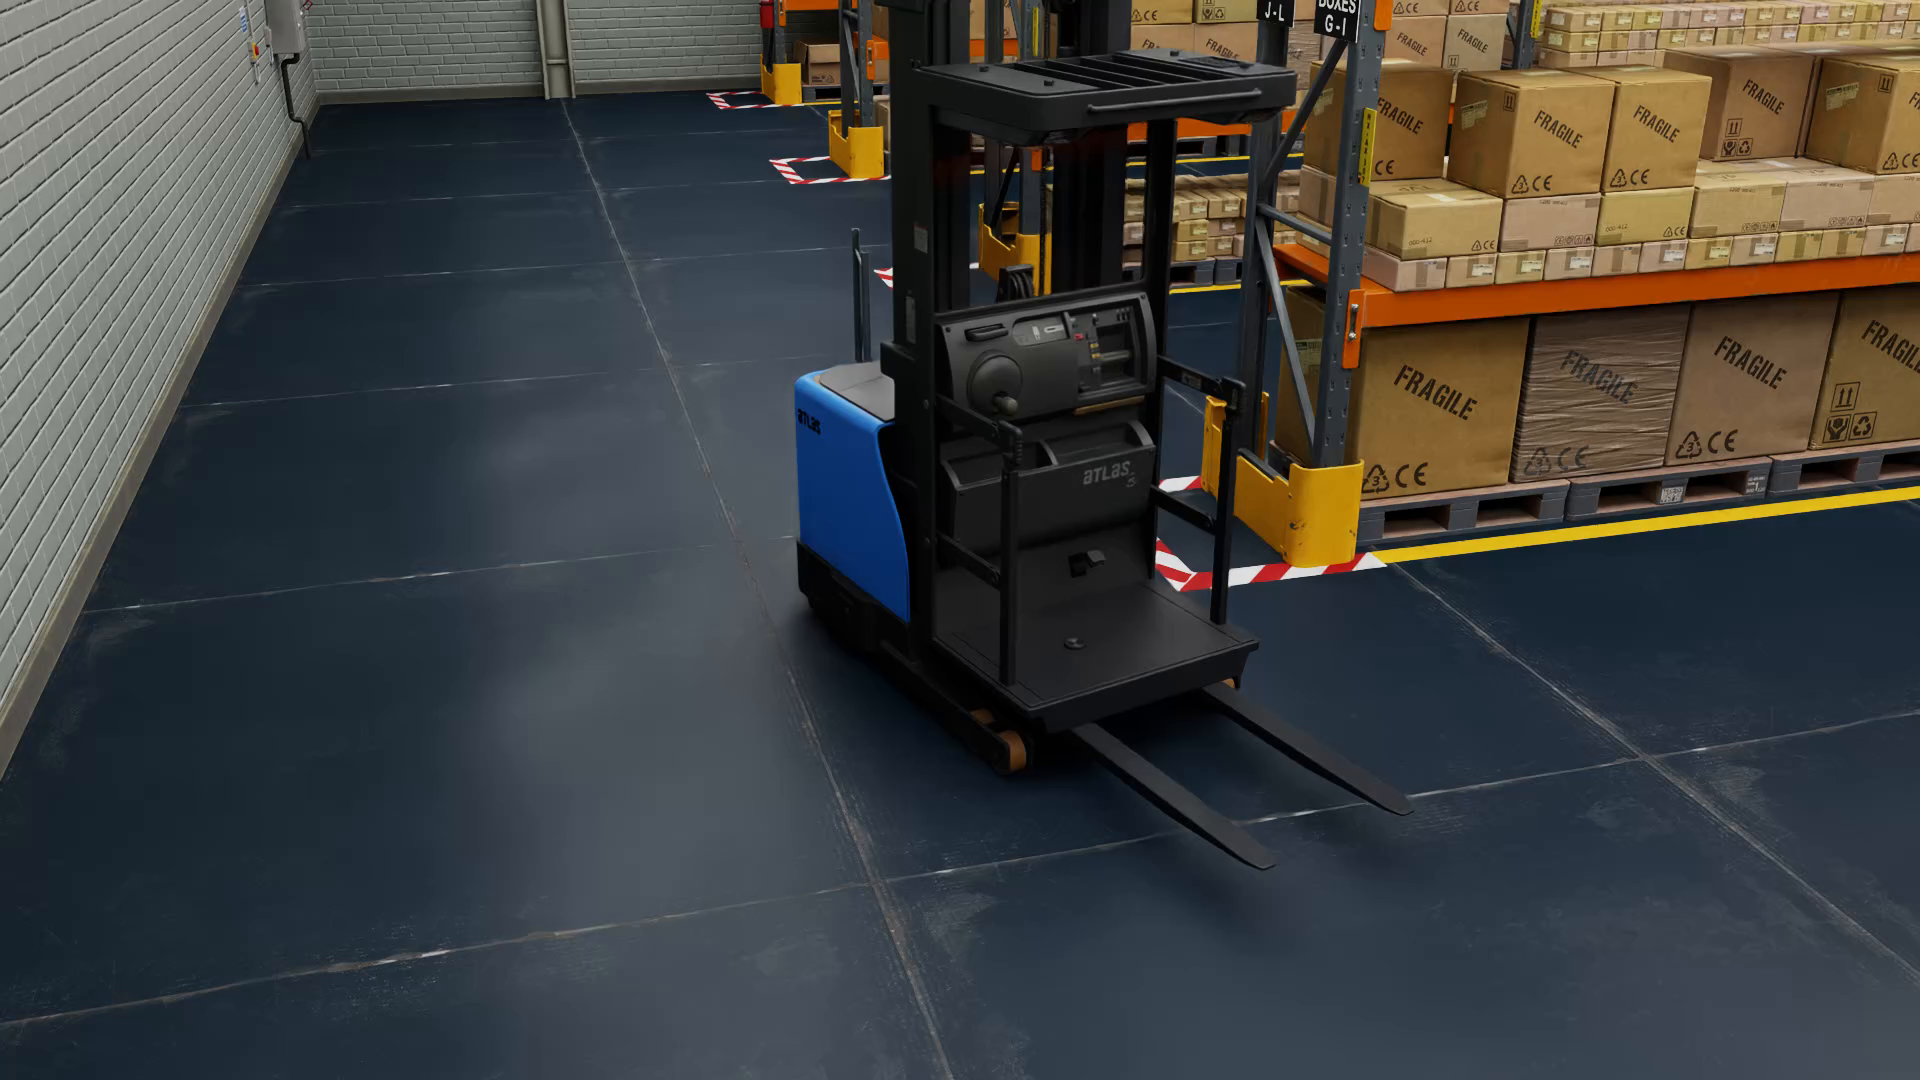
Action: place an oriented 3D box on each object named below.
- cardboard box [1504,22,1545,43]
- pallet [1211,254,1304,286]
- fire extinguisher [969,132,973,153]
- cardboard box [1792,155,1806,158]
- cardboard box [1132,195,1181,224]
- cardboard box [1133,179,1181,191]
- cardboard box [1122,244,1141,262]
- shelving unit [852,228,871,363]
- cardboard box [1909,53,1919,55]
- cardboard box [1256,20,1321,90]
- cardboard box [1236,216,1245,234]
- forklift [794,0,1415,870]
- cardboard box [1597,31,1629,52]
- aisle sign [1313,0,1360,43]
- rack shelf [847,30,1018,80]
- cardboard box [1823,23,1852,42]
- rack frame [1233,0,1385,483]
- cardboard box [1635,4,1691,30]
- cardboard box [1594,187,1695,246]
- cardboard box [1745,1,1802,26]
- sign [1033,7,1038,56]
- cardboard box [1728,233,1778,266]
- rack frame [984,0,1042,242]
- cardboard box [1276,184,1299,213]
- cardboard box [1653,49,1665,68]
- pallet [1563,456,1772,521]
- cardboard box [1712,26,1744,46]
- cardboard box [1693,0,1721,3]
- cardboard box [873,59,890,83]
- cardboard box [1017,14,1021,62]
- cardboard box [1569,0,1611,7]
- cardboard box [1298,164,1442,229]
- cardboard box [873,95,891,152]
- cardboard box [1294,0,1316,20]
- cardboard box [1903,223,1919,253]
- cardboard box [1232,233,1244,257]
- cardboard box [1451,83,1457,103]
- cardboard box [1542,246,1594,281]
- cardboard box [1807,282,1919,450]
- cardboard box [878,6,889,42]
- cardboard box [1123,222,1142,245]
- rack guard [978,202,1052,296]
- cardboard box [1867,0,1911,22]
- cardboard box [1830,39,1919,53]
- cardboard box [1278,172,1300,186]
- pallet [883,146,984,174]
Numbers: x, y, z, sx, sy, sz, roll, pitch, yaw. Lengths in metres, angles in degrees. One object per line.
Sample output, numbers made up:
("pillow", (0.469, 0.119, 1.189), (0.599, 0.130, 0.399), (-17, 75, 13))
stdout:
("cardboard box", (4.561, -4.133, 13.486), (0.250, 0.149, 0.380), (-6, 24, -13))
("pallet", (2.418, -2.303, 13.350), (1.213, 0.211, 1.003), (-6, 24, -14))
("fire extinguisher", (0.013, -3.316, 12.746), (0.183, 0.674, 0.296), (-6, 24, -14))
("cardboard box", (4.471, -1.973, 8.858), (0.500, 0.250, 0.500), (-6, 24, -15))
("cardboard box", (1.487, -2.511, 12.627), (0.250, 0.149, 0.380), (-6, 24, -15))
("cardboard box", (1.560, -2.768, 13.225), (0.250, 0.149, 0.380), (-7, 24, -16))
("cardboard box", (1.201, -2.251, 12.775), (0.250, 0.149, 0.380), (-6, 24, -15))
("shelving unit", (0.041, -0.723, 8.033), (1.048, 1.500, 0.538), (-3, 23, -8))
("cardboard box", (5.104, -2.169, 8.363), (0.500, 0.500, 0.500), (-6, 24, -13))
("cardboard box", (2.360, -3.671, 12.498), (0.500, 0.500, 0.500), (-7, 24, -16))
("cardboard box", (2.201, -2.515, 13.014), (0.250, 0.149, 0.380), (-5, 24, -12))
("forklift", (0.459, -0.679, 6.116), (1.130, 2.935, 3.031), (-13, 27, -28))
("cardboard box", (4.984, -3.911, 12.969), (0.250, 0.149, 0.380), (-7, 24, -15))
("aisle sign", (1.634, -2.554, 7.102), (0.004, 0.787, 0.394), (-6, 24, -14))
("rack shelf", (0.871, -5.126, 17.304), (4.000, 0.370, 1.077), (-6, 24, -14))
("cardboard box", (6.980, -4.131, 13.483), (0.250, 0.149, 0.380), (-6, 24, -14))
("rack frame", (1.623, -1.481, 7.898), (0.127, 3.000, 1.000), (-6, 24, -14))
("cardboard box", (5.490, -4.103, 13.040), (0.250, 0.149, 0.380), (-7, 24, -15))
("cardboard box", (3.141, -1.607, 8.005), (0.500, 0.250, 0.500), (-7, 24, -16))
("cardboard box", (6.489, -4.215, 13.300), (0.250, 0.149, 0.380), (-5, 24, -12))
("sign", (0.527, -3.567, 11.661), (0.005, 0.325, 0.100), (-6, 24, -14))
("cardboard box", (3.786, -1.471, 8.193), (0.250, 0.149, 0.380), (-6, 24, -14))
("rack frame", (0.380, -3.375, 12.311), (0.127, 3.000, 1.000), (-6, 24, -14))
("cardboard box", (2.454, -2.669, 12.994), (0.250, 0.149, 0.380), (-6, 24, -14))
("cardboard box", (5.484, -3.829, 13.156), (0.250, 0.149, 0.380), (-6, 24, -14))
("pallet", (3.544, -0.443, 9.015), (1.213, 0.211, 1.003), (-6, 24, -14))
("cardboard box", (5.997, -4.024, 13.233), (0.250, 0.149, 0.380), (-7, 24, -15))
("cardboard box", (6.079, -4.437, 13.817), (0.250, 0.149, 0.380), (-7, 24, -15))
("cardboard box", (-0.951, -6.277, 21.713), (0.500, 0.500, 0.700), (-5, 24, -12))
("cardboard box", (0.743, -3.703, 12.572), (0.500, 0.500, 0.500), (-6, 24, -13))
("cardboard box", (5.073, -4.324, 13.556), (0.250, 0.149, 0.380), (-7, 24, -16))
("cardboard box", (2.018, -1.701, 8.224), (0.500, 0.250, 0.500), (-7, 24, -15))
("cardboard box", (-0.446, -4.367, 17.341), (0.875, 0.438, 0.875), (-7, 24, -16))
("cardboard box", (2.365, -4.123, 12.282), (0.500, 0.500, 0.500), (-7, 24, -16))
("cardboard box", (4.774, -1.580, 8.447), (0.250, 0.149, 0.380), (-7, 24, -15))
("cardboard box", (2.197, -2.323, 12.942), (0.250, 0.149, 0.380), (-8, 24, -17))
("cardboard box", (3.801, -3.497, 12.915), (0.250, 0.149, 0.380), (-7, 24, -16))
("cardboard box", (2.797, -1.362, 7.938), (0.250, 0.149, 0.380), (-7, 24, -15))
("cardboard box", (4.817, -1.084, 9.134), (0.875, 0.875, 0.875), (-6, 24, -14))
("cardboard box", (-0.515, -5.232, 16.512), (0.500, 0.500, 0.500), (-7, 24, -15))
("cardboard box", (1.233, -2.361, 12.653), (0.250, 0.149, 0.380), (-6, 24, -15))
("rack guard", (0.453, -2.234, 12.823), (0.348, 0.500, 1.175), (-6, 24, -14))
("cardboard box", (7.492, -4.326, 13.559), (0.250, 0.149, 0.380), (-7, 24, -15))
("cardboard box", (4.944, -2.366, 8.821), (0.500, 0.500, 0.500), (-6, 24, -14))
("cardboard box", (2.580, -2.854, 13.425), (0.250, 0.149, 0.380), (-7, 24, -17))
("pallet", (-0.305, -4.077, 17.484), (1.213, 0.211, 1.003), (-6, 24, -14))
